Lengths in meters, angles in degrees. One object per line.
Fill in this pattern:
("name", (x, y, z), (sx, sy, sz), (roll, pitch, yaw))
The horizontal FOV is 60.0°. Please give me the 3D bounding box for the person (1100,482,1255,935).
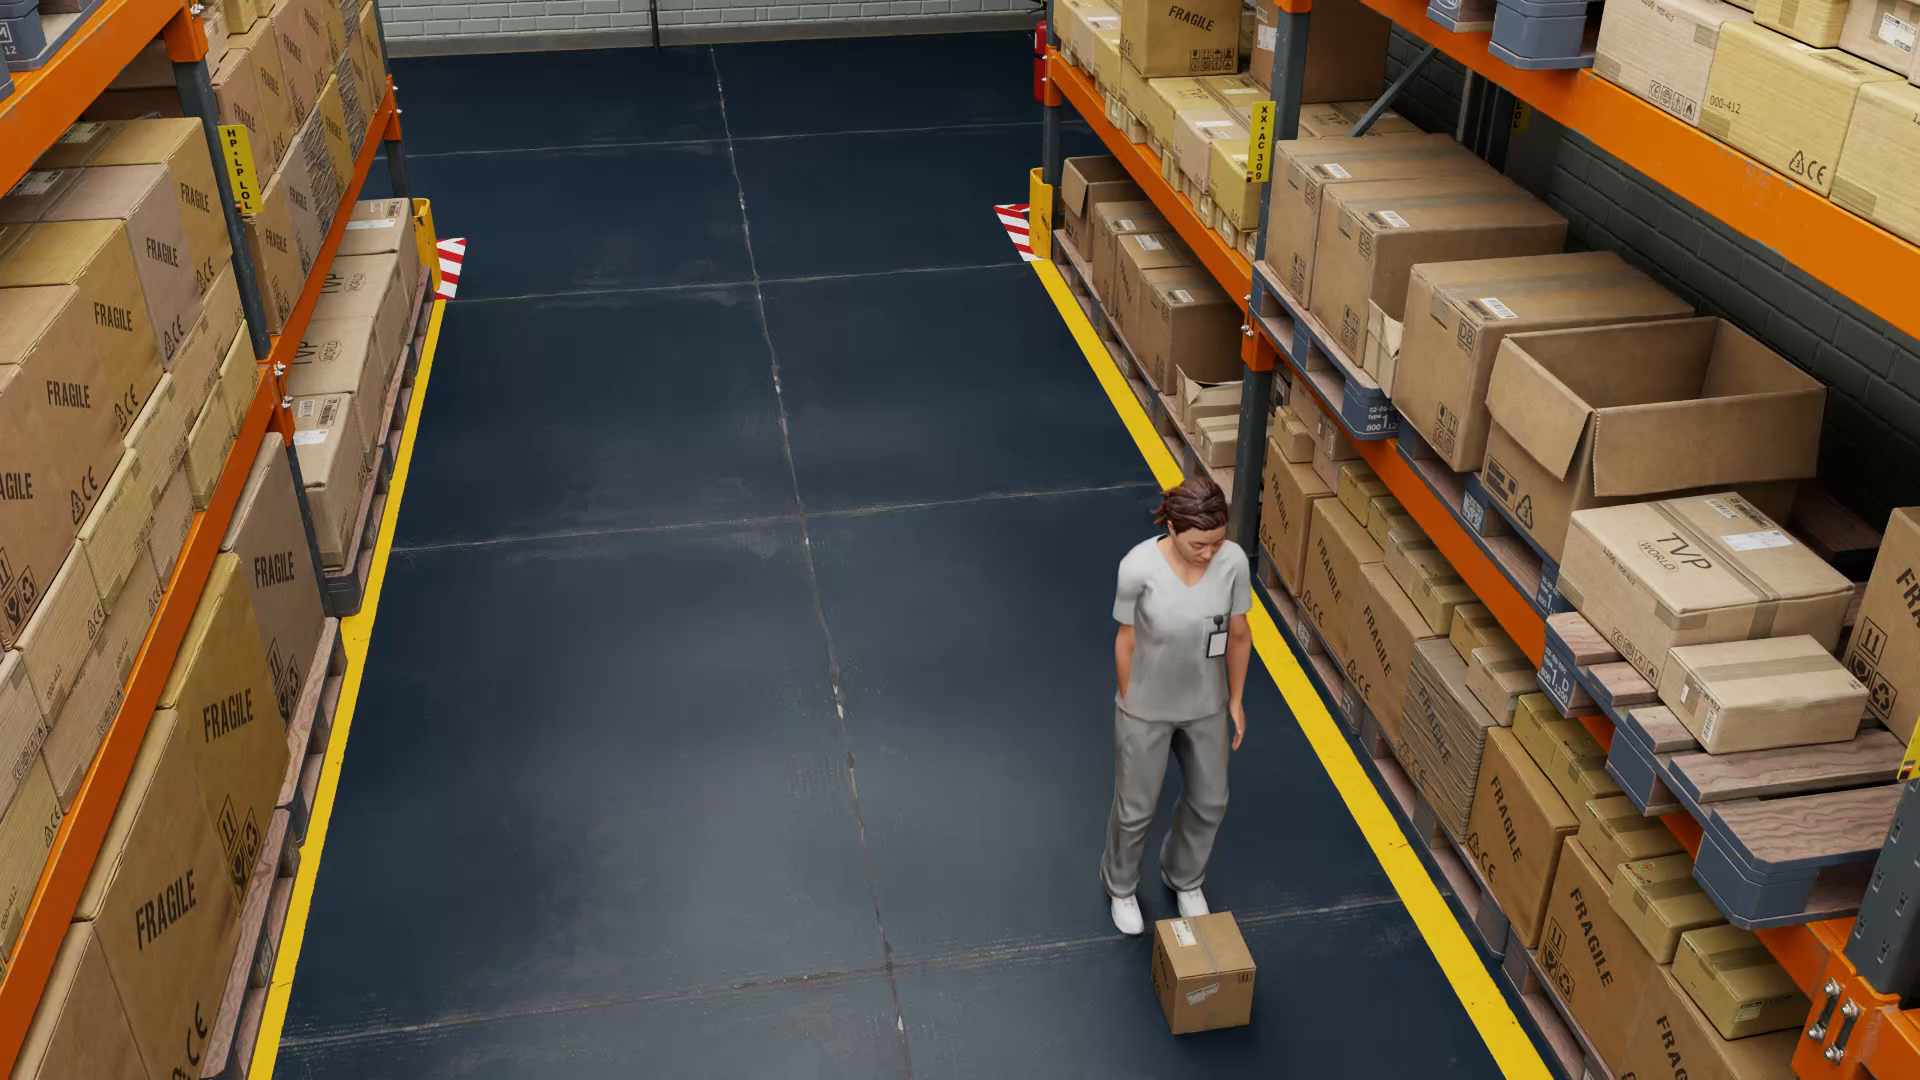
("person", (0.692, 0.524, 5.282), (0.451, 1.658, 0.344), (-5, 31, -9))
